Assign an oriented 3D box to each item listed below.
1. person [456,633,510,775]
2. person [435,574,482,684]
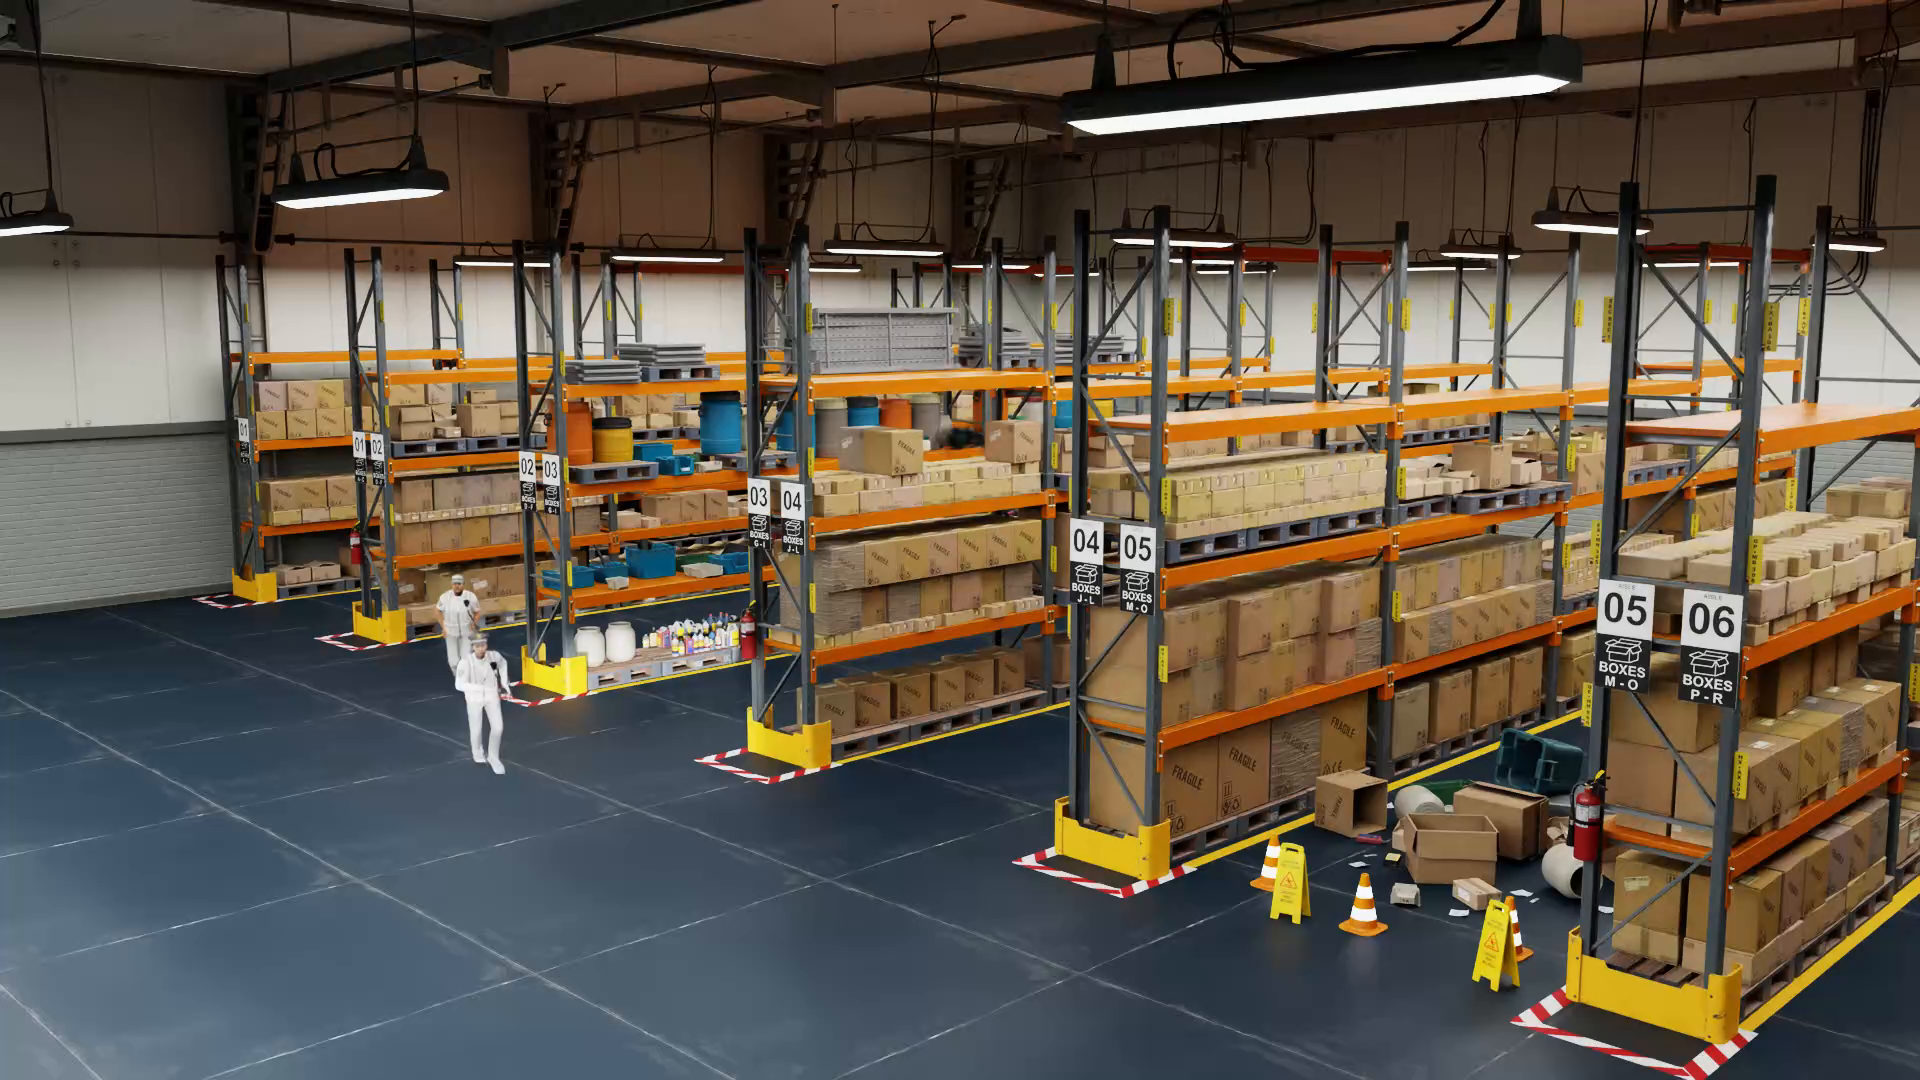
[{"bbox_3d":[-5.267,1.779,18.376,0.599,1.627,0.916,-3,9,-21],"label":"person"},{"bbox_3d":[-6.672,1.246,22.137,0.601,1.612,0.639,-2,8,-12],"label":"person"}]
